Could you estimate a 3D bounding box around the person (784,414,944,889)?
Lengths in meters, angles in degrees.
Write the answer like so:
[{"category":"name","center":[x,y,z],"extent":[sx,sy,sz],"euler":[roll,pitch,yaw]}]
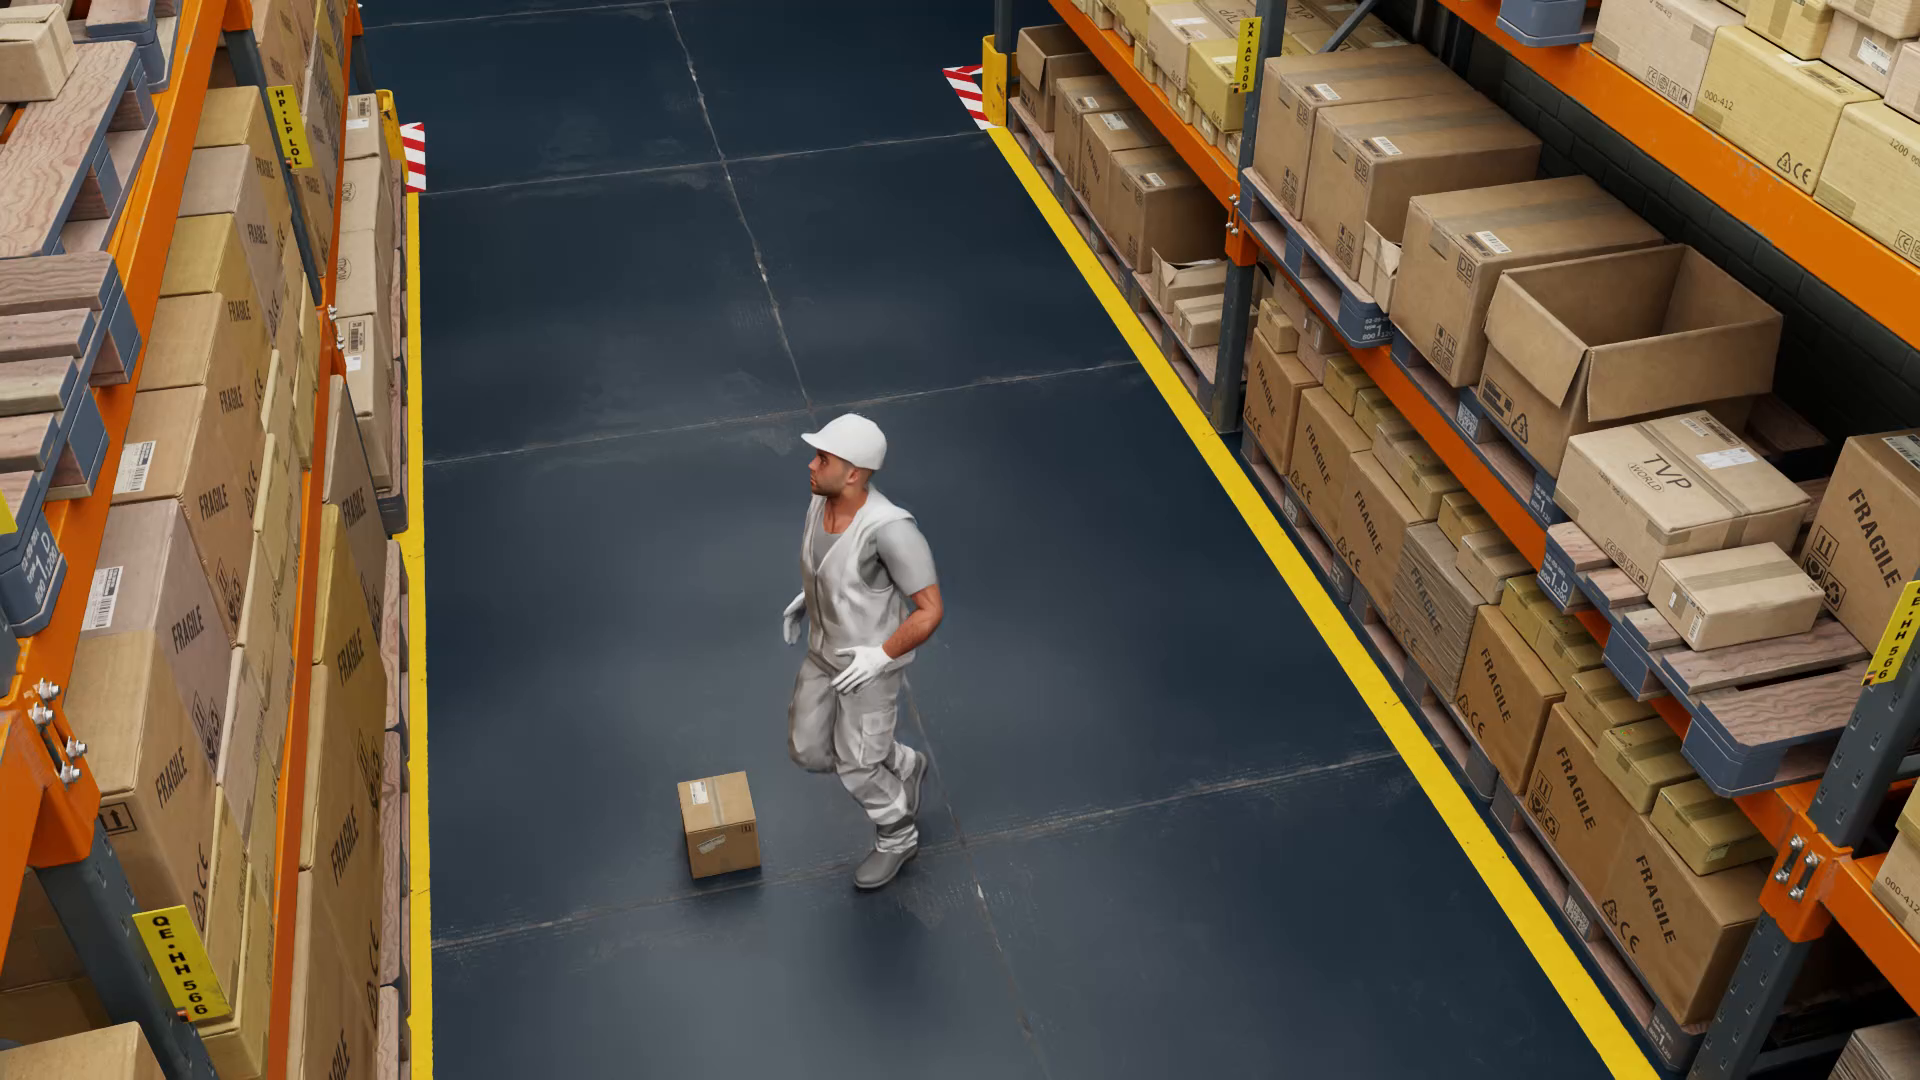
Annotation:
[{"category":"person","center":[-0.376,0.385,5.693],"extent":[0.519,1.713,0.714],"euler":[-27,45,-31]}]
